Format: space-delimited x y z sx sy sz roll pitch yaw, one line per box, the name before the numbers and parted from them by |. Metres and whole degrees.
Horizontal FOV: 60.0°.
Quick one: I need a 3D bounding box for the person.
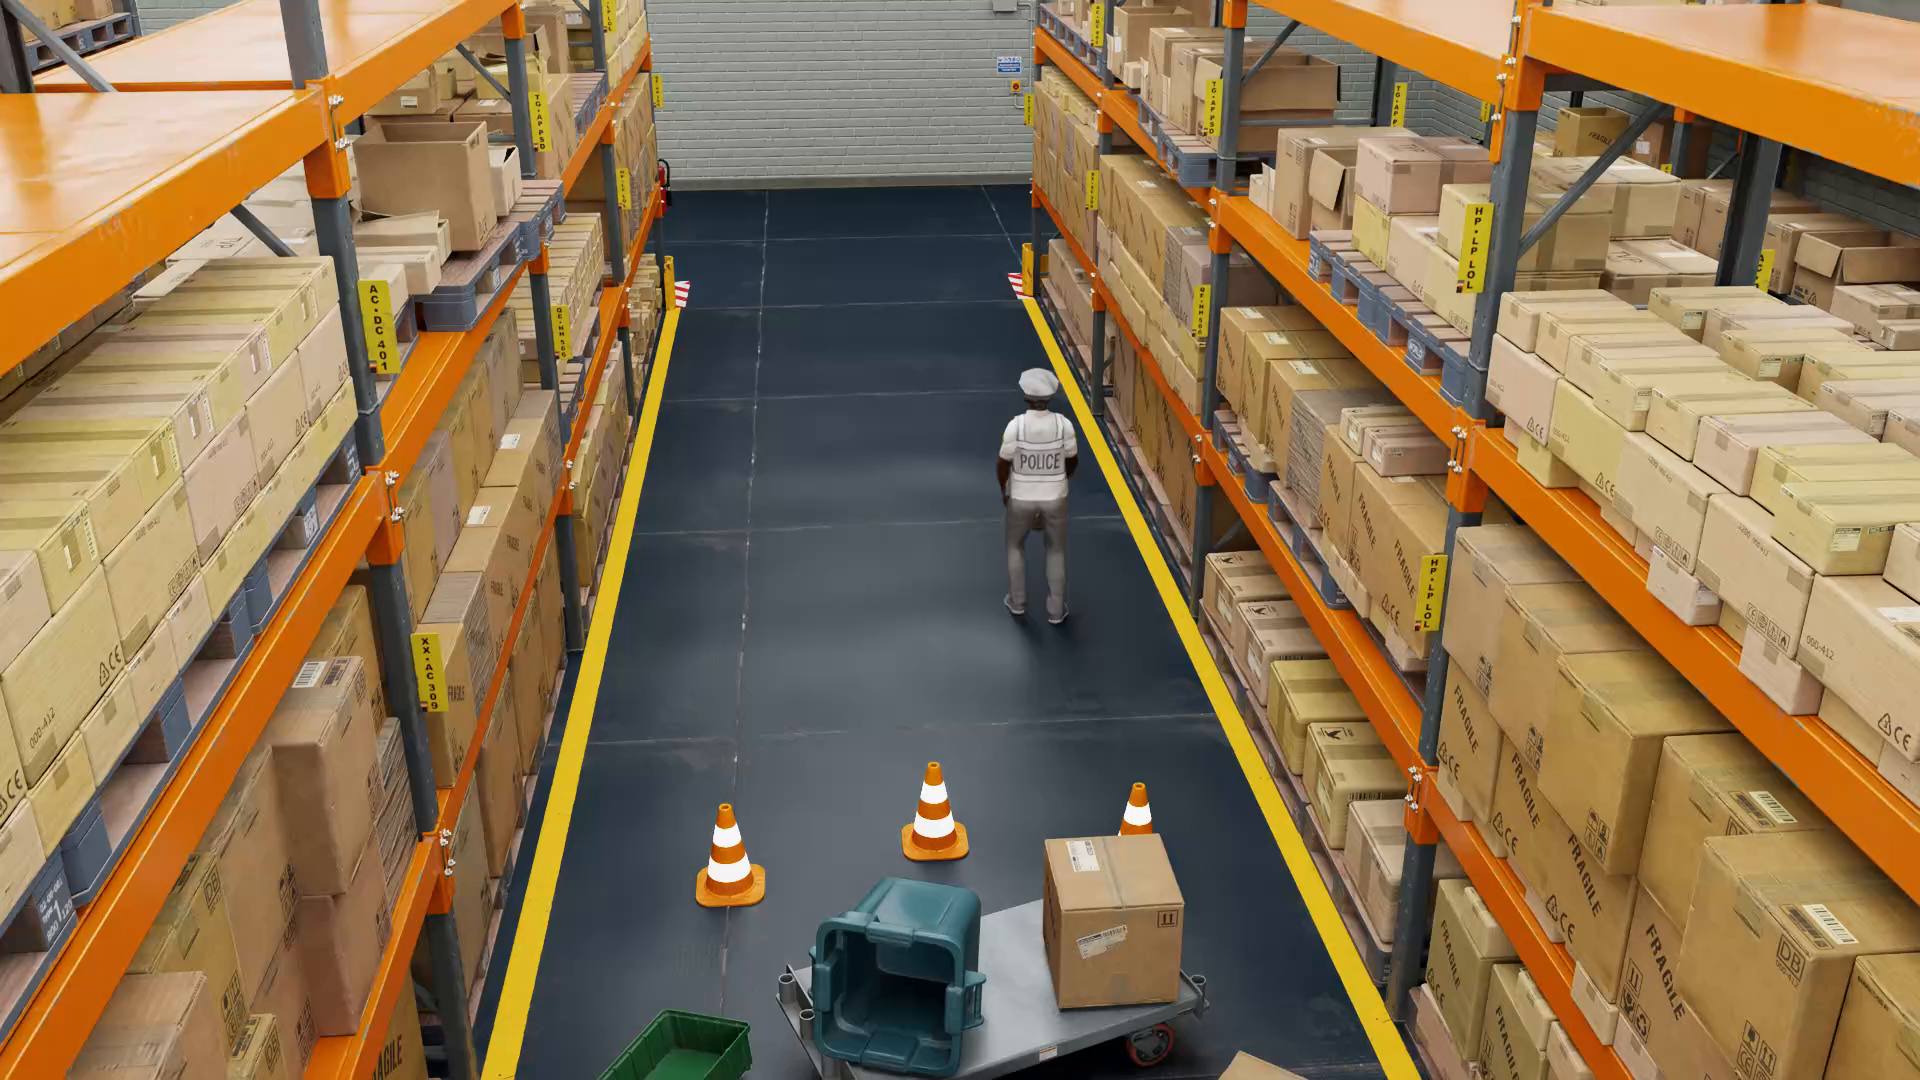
person | 0.491 -0.291 10.729 0.532 1.688 0.452 -1 24 -2
